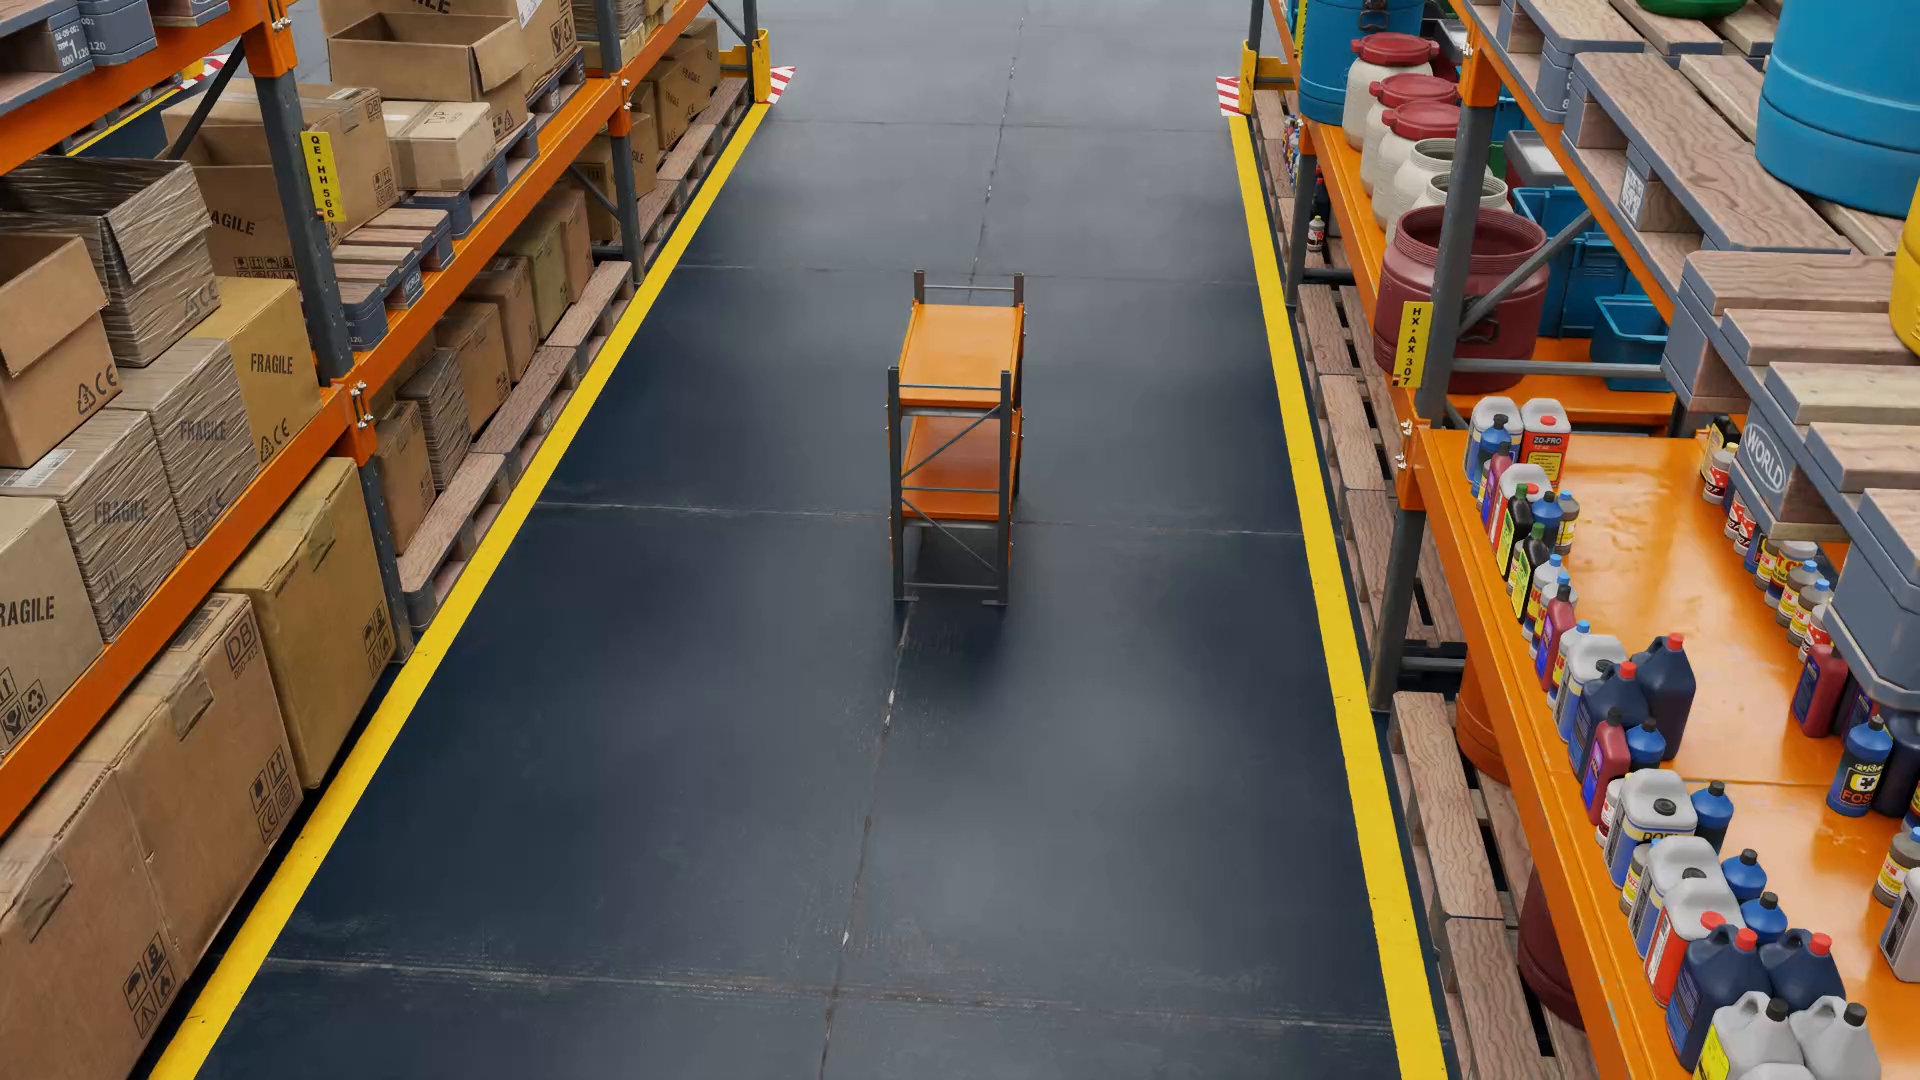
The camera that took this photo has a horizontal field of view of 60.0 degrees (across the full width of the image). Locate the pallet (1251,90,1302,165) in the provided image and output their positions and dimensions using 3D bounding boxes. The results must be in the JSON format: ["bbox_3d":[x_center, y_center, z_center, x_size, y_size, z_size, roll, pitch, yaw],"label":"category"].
[{"bbox_3d":[2.760,-3.126,12.621,1.003,0.211,1.213,2,32,4],"label":"pallet"}]

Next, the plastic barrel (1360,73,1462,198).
[{"bbox_3d":[2.109,-1.871,7.797,0.433,0.535,0.433,0,32,0],"label":"plastic barrel"}]

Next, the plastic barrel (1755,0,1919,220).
[{"bbox_3d":[1.800,-1.072,2.894,0.600,0.901,0.708,2,32,4],"label":"plastic barrel"}]

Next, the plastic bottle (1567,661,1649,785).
[{"bbox_3d":[1.652,0.446,4.214,0.144,0.351,0.185,2,32,4],"label":"plastic bottle"}]

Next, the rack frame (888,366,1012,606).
[{"bbox_3d":[-0.042,-0.210,7.018,0.500,1.125,0.032,2,32,4],"label":"rack frame"}]

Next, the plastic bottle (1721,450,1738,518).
[{"bbox_3d":[2.513,-0.196,5.320,0.061,0.283,0.133,2,32,4],"label":"plastic bottle"}]

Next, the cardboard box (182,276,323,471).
[{"bbox_3d":[-2.590,-0.581,5.739,0.500,0.500,0.500,3,32,5],"label":"cardboard box"}]

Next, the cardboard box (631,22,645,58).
[{"bbox_3d":[-2.121,-3.022,10.034,0.380,0.149,0.250,2,32,4],"label":"cardboard box"}]

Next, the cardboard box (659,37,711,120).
[{"bbox_3d":[-2.228,-3.465,12.497,0.500,0.500,0.500,11,33,17],"label":"cardboard box"}]

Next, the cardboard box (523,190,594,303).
[{"bbox_3d":[-2.543,-1.702,9.616,0.700,0.500,0.500,0,32,0],"label":"cardboard box"}]

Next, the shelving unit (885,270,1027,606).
[{"bbox_3d":[-0.001,-0.475,7.449,0.538,1.125,1.048,2,32,4],"label":"shelving unit"}]

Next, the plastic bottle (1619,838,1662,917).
[{"bbox_3d":[1.587,0.773,3.825,0.097,0.201,0.097,0,32,0],"label":"plastic bottle"}]

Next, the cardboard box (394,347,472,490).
[{"bbox_3d":[-2.730,-0.572,7.783,0.700,0.500,0.500,0,32,0],"label":"cardboard box"}]

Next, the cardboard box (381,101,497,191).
[{"bbox_3d":[-2.432,-1.789,7.536,0.500,0.250,0.500,2,32,3],"label":"cardboard box"}]

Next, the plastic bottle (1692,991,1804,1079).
[{"bbox_3d":[1.562,1.022,3.279,0.144,0.351,0.185,2,32,4],"label":"plastic bottle"}]

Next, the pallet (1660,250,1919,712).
[{"bbox_3d":[1.780,-0.115,2.398,1.213,0.211,1.003,2,32,4],"label":"pallet"}]

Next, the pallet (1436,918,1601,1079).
[{"bbox_3d":[2.015,1.641,4.885,1.003,0.211,1.213,2,32,4],"label":"pallet"}]

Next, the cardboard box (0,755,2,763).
[{"bbox_3d":[-2.755,0.487,4.005,0.500,0.500,0.500,2,32,3],"label":"cardboard box"}]

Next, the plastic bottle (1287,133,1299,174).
[{"bbox_3d":[2.296,-2.639,11.354,0.097,0.271,0.097,0,32,0],"label":"plastic bottle"}]

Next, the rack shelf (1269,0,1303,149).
[{"bbox_3d":[2.628,-3.427,11.138,1.077,0.370,4.000,2,32,4],"label":"rack shelf"}]

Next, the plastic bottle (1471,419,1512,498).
[{"bbox_3d":[1.745,-0.269,5.450,0.097,0.271,0.097,0,32,0],"label":"plastic bottle"}]

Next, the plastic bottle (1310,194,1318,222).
[{"bbox_3d":[2.175,-1.984,10.280,0.061,0.283,0.133,4,32,6],"label":"plastic bottle"}]

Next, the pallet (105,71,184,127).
[{"bbox_3d":[-7.068,-3.647,13.466,1.003,0.211,1.213,2,32,4],"label":"pallet"}]

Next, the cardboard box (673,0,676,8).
[{"bbox_3d":[-2.077,-3.546,10.885,0.380,0.149,0.250,2,32,4],"label":"cardboard box"}]

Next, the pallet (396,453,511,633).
[{"bbox_3d":[-2.732,-0.029,7.596,1.003,0.211,1.213,2,32,4],"label":"pallet"}]

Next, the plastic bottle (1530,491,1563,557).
[{"bbox_3d":[1.768,-0.025,5.054,0.097,0.271,0.097,0,32,0],"label":"plastic bottle"}]

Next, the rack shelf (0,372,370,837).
[{"bbox_3d":[-2.960,0.545,4.693,1.077,0.370,4.000,2,32,4],"label":"rack shelf"}]

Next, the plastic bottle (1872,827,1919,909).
[{"bbox_3d":[2.199,0.753,3.858,0.097,0.201,0.097,0,32,0],"label":"plastic bottle"}]

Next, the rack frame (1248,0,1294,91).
[{"bbox_3d":[2.791,-4.779,12.646,1.000,3.000,0.127,2,32,4],"label":"rack frame"}]

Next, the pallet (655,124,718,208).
[{"bbox_3d":[-2.355,-2.704,11.937,1.003,0.211,1.213,2,32,4],"label":"pallet"}]

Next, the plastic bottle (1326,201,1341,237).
[{"bbox_3d":[2.374,-2.090,10.388,0.144,0.351,0.185,2,32,4],"label":"plastic bottle"}]

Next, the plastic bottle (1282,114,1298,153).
[{"bbox_3d":[2.332,-2.870,11.729,0.097,0.271,0.097,0,32,0],"label":"plastic bottle"}]

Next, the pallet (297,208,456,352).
[{"bbox_3d":[-2.845,-1.103,6.864,1.213,0.211,1.003,2,32,4],"label":"pallet"}]

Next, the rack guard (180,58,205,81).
[{"bbox_3d":[-7.079,-4.204,14.095,1.175,0.500,0.348,2,32,4],"label":"rack guard"}]

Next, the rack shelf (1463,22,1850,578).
[{"bbox_3d":[1.976,-0.521,3.563,1.077,0.370,4.000,2,32,4],"label":"rack shelf"}]

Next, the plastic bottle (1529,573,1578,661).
[{"bbox_3d":[1.670,0.214,4.666,0.097,0.271,0.097,0,32,0],"label":"plastic bottle"}]

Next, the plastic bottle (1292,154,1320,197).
[{"bbox_3d":[2.289,-2.418,10.992,0.152,0.276,0.135,3,32,5],"label":"plastic bottle"}]

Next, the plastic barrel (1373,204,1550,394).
[{"bbox_3d":[1.875,-0.909,6.237,0.600,0.536,0.708,2,32,4],"label":"plastic barrel"}]

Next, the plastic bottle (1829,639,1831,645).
[{"bbox_3d":[2.438,0.281,4.546,0.061,0.283,0.133,2,32,4],"label":"plastic bottle"}]

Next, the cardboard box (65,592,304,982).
[{"bbox_3d":[-2.954,0.744,5.309,1.225,0.875,0.875,3,32,4],"label":"cardboard box"}]

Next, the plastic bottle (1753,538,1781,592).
[{"bbox_3d":[2.461,0.051,4.997,0.097,0.201,0.097,0,32,0],"label":"plastic bottle"}]

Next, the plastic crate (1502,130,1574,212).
[{"bbox_3d":[2.576,-1.455,7.191,0.402,0.464,0.583,2,32,4],"label":"plastic crate"}]

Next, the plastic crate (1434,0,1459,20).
[{"bbox_3d":[2.857,-3.295,10.440,0.450,0.188,0.662,2,32,4],"label":"plastic crate"}]

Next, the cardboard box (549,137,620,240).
[{"bbox_3d":[-2.399,-2.221,10.477,0.500,0.500,0.500,2,32,2],"label":"cardboard box"}]

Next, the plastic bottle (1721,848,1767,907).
[{"bbox_3d":[1.731,0.801,3.714,0.097,0.271,0.097,0,32,0],"label":"plastic bottle"}]

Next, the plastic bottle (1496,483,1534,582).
[{"bbox_3d":[1.688,-0.024,5.041,0.061,0.283,0.133,2,32,4],"label":"plastic bottle"}]
